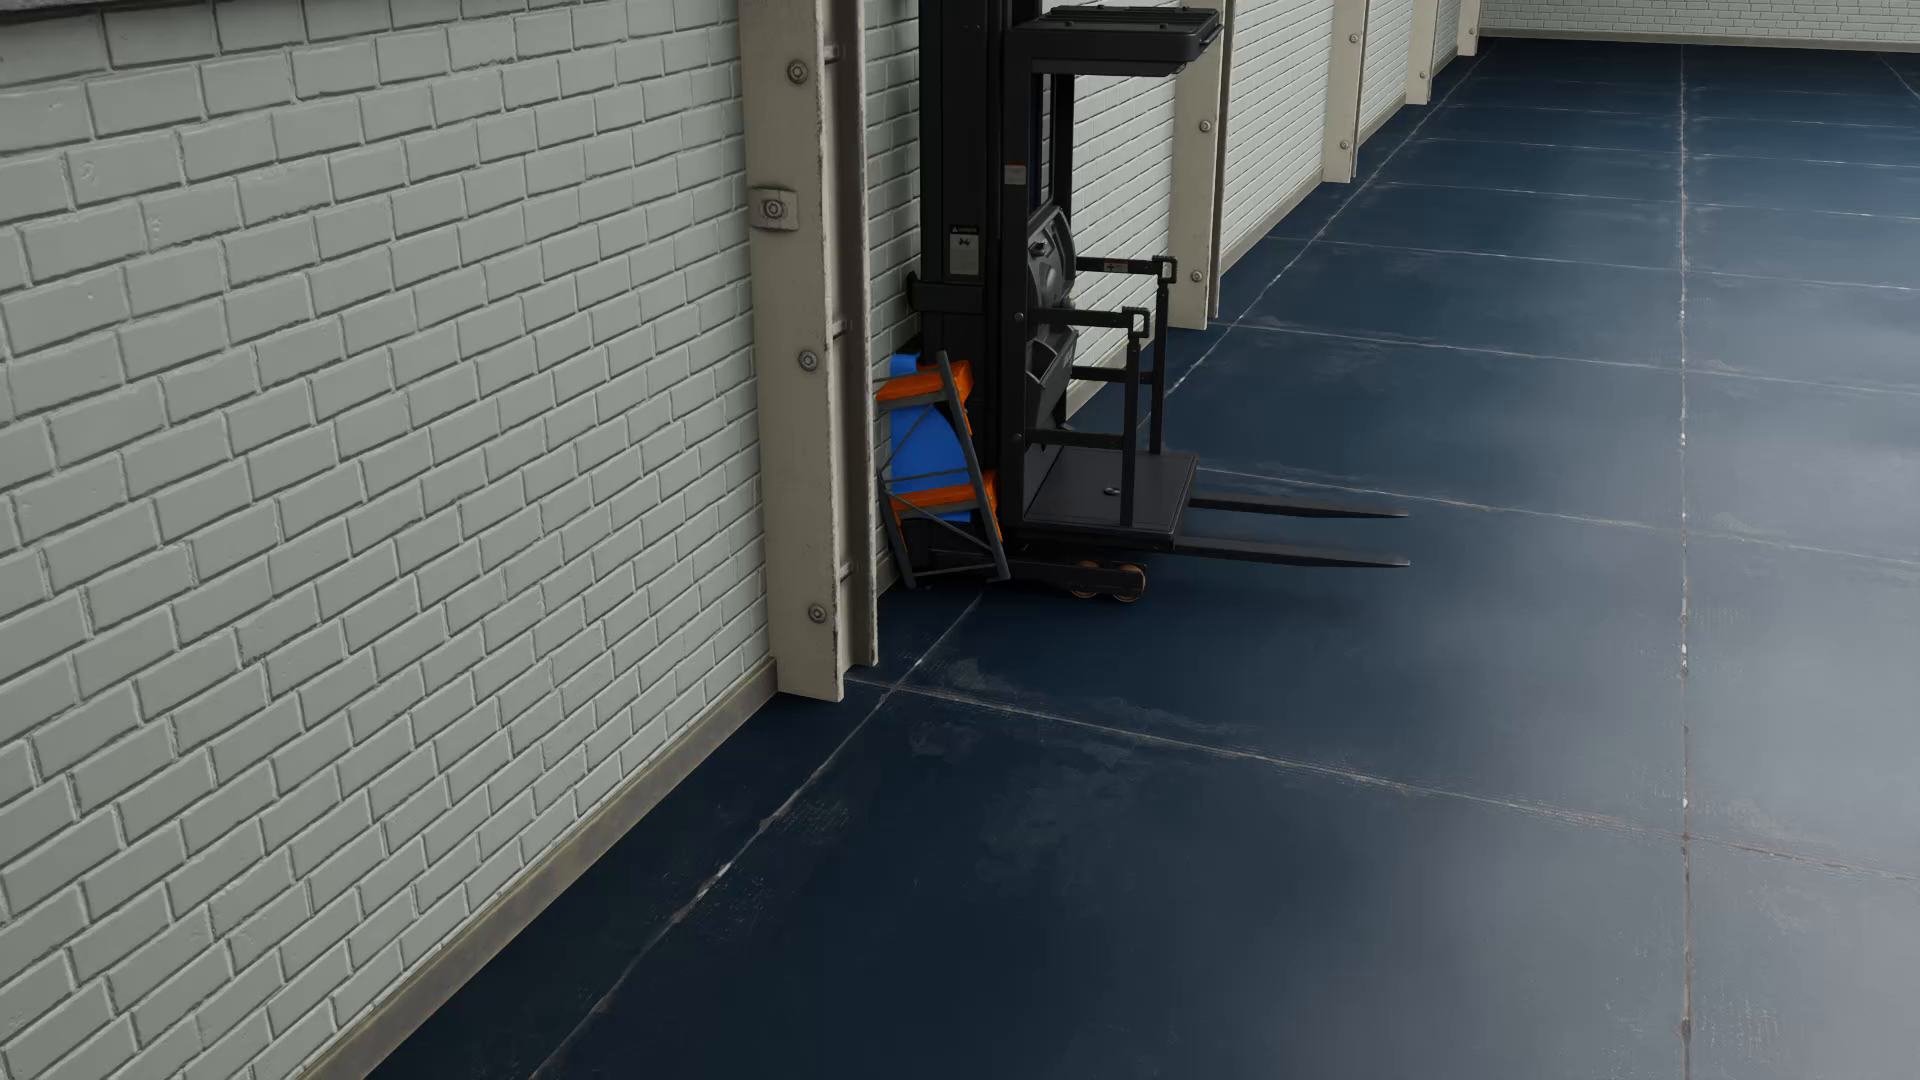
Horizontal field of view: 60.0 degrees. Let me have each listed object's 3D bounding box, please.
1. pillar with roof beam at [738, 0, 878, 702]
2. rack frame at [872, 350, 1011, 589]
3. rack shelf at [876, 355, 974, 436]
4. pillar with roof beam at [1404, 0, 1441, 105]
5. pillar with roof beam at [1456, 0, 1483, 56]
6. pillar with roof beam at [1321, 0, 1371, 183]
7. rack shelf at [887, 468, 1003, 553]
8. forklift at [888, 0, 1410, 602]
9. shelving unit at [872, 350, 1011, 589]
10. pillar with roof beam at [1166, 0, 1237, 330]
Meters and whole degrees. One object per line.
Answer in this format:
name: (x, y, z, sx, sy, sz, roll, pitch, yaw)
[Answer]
pillar with roof beam: (3.438, -2.975, 3.698, 9.100, 9.000, 0.400, 9, 24, 20)
rack frame: (-0.153, -0.286, 7.441, 0.500, 1.125, 0.032, -8, 26, 19)
rack shelf: (-0.115, -0.781, 7.753, 0.538, 0.278, 1.000, -8, 26, 19)
pillar with roof beam: (10.124, -9.417, 19.119, 9.100, 9.000, 0.400, 9, 24, 20)
pillar with roof beam: (12.353, -11.564, 24.259, 9.100, 9.000, 0.400, 9, 24, 20)
pillar with roof beam: (7.895, -7.270, 13.978, 9.100, 9.000, 0.400, 9, 24, 20)
rack shelf: (0.026, -0.312, 7.975, 0.538, 0.278, 1.000, -8, 26, 19)
forklift: (0.607, -1.296, 7.549, 3.031, 2.935, 1.130, 5, 23, 13)
shelving unit: (-0.038, -0.526, 7.874, 0.538, 1.125, 1.048, -8, 26, 19)
pillar with roof beam: (5.666, -5.122, 8.838, 9.100, 9.000, 0.400, 9, 24, 20)
